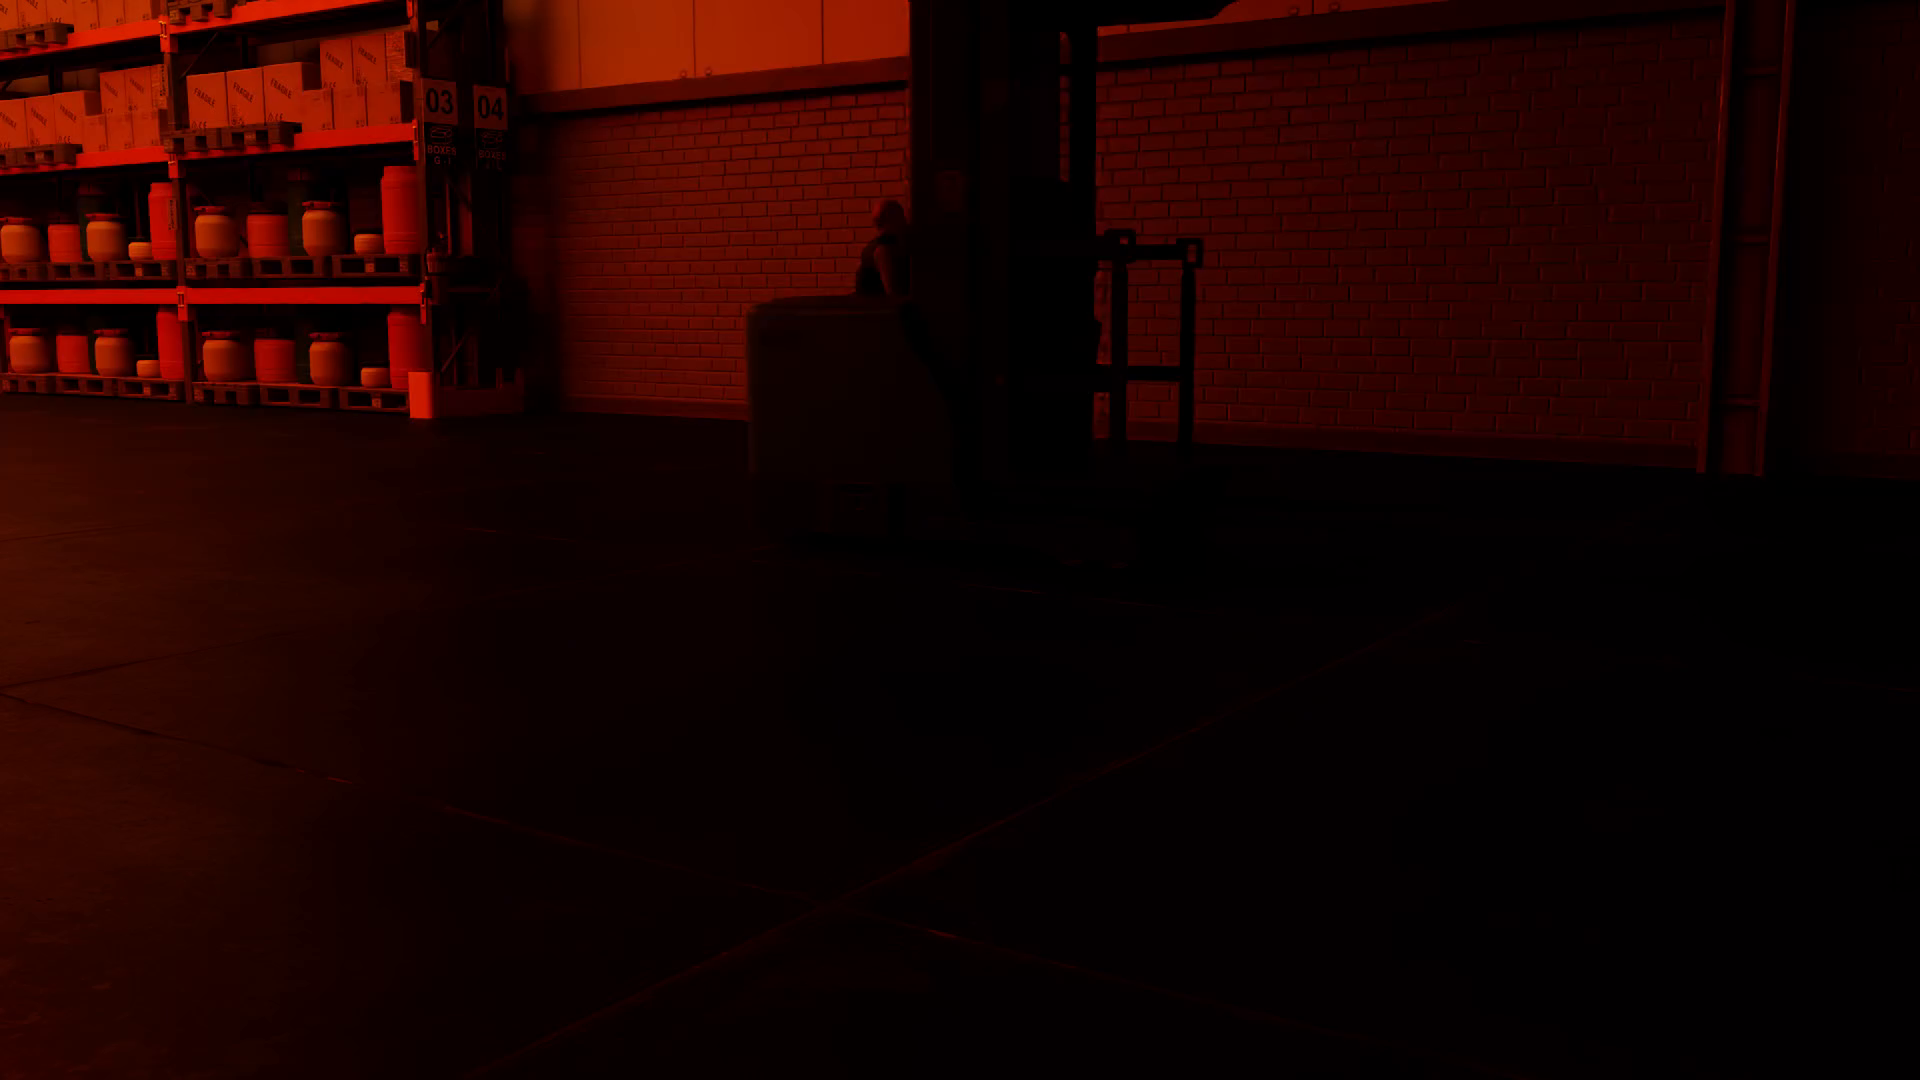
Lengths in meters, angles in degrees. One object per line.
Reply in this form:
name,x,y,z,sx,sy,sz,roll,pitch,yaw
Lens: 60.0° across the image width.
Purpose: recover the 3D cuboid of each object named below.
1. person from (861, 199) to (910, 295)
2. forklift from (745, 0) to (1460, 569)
person,-0.431,-1.299,10.625,0.361,1.725,0.533,-3,8,-17
forklift,0.594,-1.417,7.157,3.031,2.935,1.130,4,9,23
